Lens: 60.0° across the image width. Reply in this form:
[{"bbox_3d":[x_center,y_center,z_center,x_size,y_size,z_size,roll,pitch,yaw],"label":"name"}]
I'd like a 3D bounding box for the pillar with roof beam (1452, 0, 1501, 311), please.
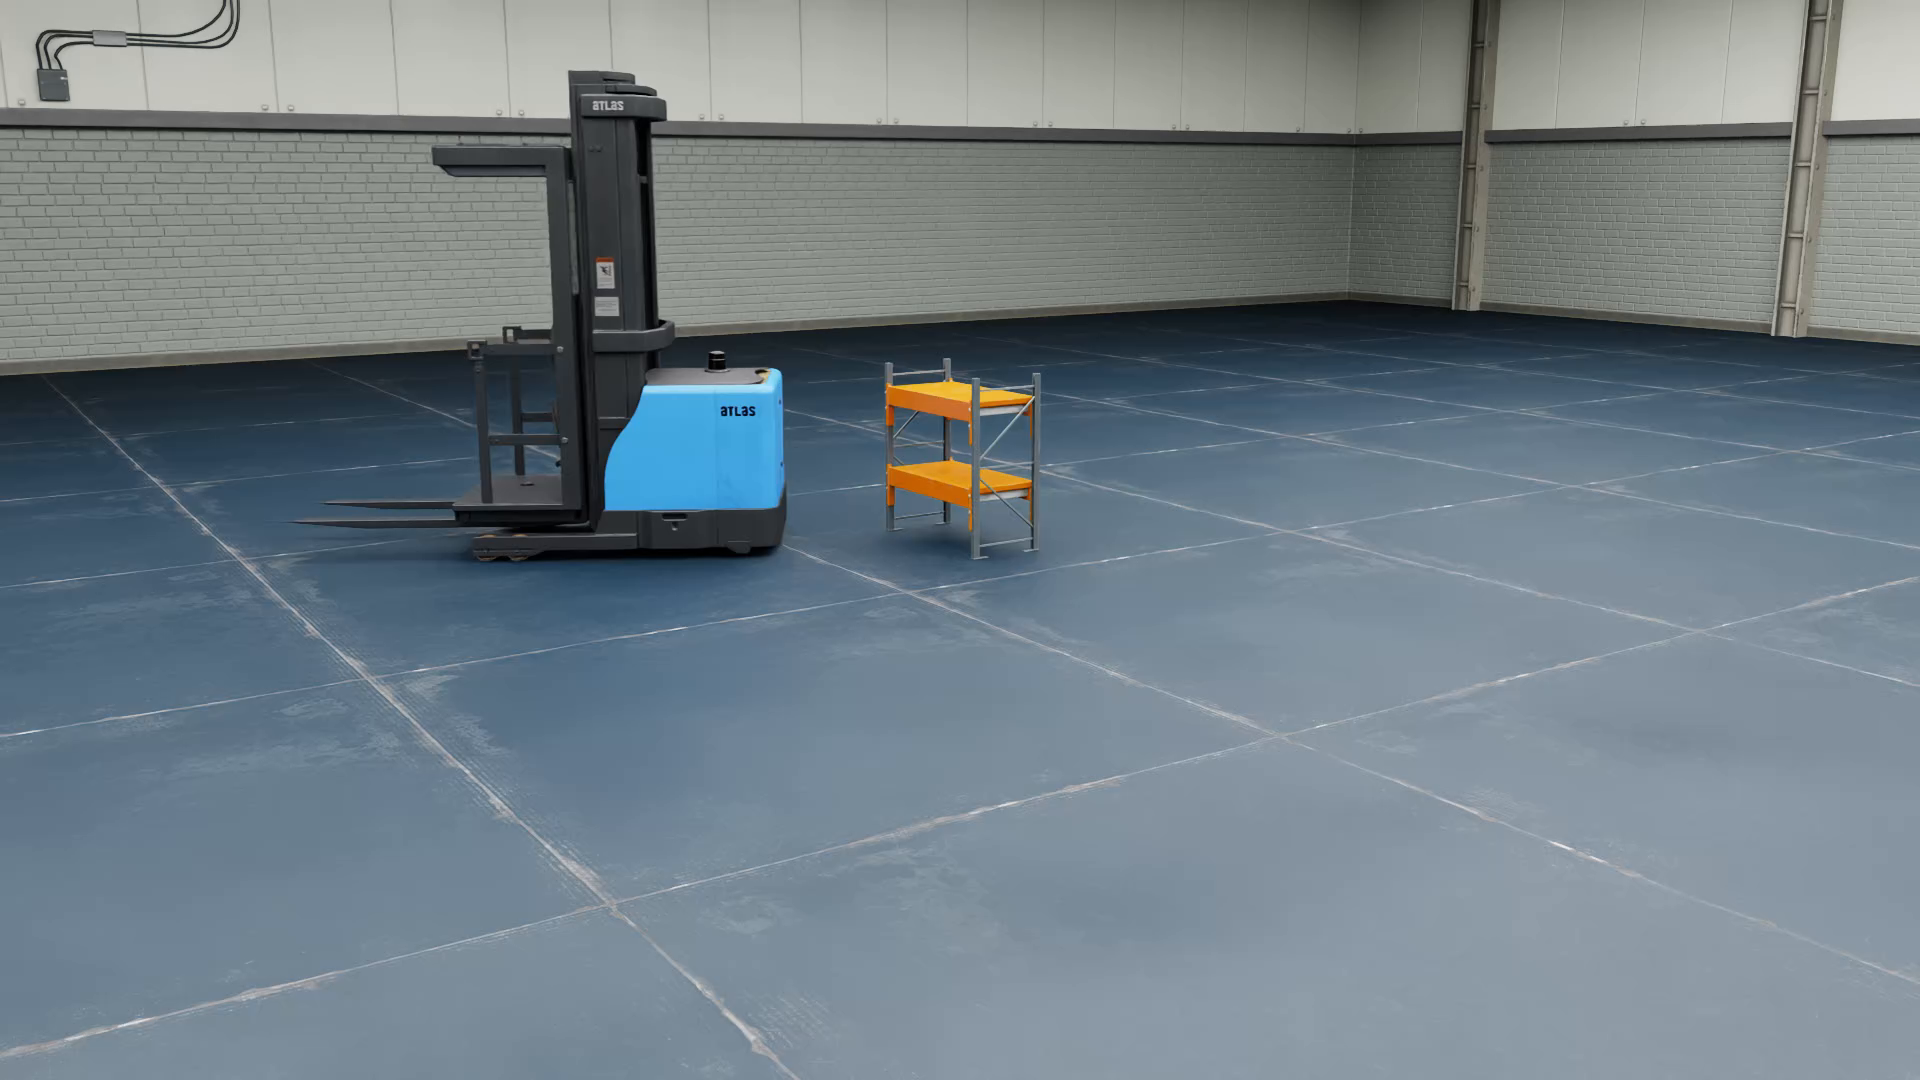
[{"bbox_3d":[5.431,-7.991,26.341,9.100,9.000,0.400,-8,15,-33],"label":"pillar with roof beam"}]

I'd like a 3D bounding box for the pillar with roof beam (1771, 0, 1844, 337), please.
[{"bbox_3d":[8.755,-6.924,21.462,9.100,9.000,0.400,-8,15,-33],"label":"pillar with roof beam"}]

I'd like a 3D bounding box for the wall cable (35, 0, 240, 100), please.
[{"bbox_3d":[-9.828,-8.235,19.496,2.305,6.003,0.169,-8,15,-33],"label":"wall cable"}]

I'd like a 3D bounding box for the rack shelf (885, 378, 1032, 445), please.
[{"bbox_3d":[0.004,-0.834,10.674,0.538,0.278,1.000,-8,15,-33],"label":"rack shelf"}]

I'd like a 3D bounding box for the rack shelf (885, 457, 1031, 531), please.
[{"bbox_3d":[0.004,-0.309,10.788,0.538,0.278,1.000,-8,15,-33],"label":"rack shelf"}]

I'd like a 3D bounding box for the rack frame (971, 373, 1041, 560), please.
[{"bbox_3d":[0.285,-0.458,10.323,0.500,1.125,0.032,-8,15,-33],"label":"rack frame"}]

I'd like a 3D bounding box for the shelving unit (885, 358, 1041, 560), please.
[{"bbox_3d":[0.004,-0.548,10.736,0.538,1.125,1.048,-8,15,-33],"label":"shelving unit"}]

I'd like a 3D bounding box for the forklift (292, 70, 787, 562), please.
[{"bbox_3d":[-2.663,-1.415,10.472,3.031,2.935,1.130,-1,12,-3],"label":"forklift"}]

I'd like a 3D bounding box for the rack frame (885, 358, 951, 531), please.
[{"bbox_3d":[-0.278,-0.639,11.150,0.500,1.125,0.032,-8,15,-33],"label":"rack frame"}]
